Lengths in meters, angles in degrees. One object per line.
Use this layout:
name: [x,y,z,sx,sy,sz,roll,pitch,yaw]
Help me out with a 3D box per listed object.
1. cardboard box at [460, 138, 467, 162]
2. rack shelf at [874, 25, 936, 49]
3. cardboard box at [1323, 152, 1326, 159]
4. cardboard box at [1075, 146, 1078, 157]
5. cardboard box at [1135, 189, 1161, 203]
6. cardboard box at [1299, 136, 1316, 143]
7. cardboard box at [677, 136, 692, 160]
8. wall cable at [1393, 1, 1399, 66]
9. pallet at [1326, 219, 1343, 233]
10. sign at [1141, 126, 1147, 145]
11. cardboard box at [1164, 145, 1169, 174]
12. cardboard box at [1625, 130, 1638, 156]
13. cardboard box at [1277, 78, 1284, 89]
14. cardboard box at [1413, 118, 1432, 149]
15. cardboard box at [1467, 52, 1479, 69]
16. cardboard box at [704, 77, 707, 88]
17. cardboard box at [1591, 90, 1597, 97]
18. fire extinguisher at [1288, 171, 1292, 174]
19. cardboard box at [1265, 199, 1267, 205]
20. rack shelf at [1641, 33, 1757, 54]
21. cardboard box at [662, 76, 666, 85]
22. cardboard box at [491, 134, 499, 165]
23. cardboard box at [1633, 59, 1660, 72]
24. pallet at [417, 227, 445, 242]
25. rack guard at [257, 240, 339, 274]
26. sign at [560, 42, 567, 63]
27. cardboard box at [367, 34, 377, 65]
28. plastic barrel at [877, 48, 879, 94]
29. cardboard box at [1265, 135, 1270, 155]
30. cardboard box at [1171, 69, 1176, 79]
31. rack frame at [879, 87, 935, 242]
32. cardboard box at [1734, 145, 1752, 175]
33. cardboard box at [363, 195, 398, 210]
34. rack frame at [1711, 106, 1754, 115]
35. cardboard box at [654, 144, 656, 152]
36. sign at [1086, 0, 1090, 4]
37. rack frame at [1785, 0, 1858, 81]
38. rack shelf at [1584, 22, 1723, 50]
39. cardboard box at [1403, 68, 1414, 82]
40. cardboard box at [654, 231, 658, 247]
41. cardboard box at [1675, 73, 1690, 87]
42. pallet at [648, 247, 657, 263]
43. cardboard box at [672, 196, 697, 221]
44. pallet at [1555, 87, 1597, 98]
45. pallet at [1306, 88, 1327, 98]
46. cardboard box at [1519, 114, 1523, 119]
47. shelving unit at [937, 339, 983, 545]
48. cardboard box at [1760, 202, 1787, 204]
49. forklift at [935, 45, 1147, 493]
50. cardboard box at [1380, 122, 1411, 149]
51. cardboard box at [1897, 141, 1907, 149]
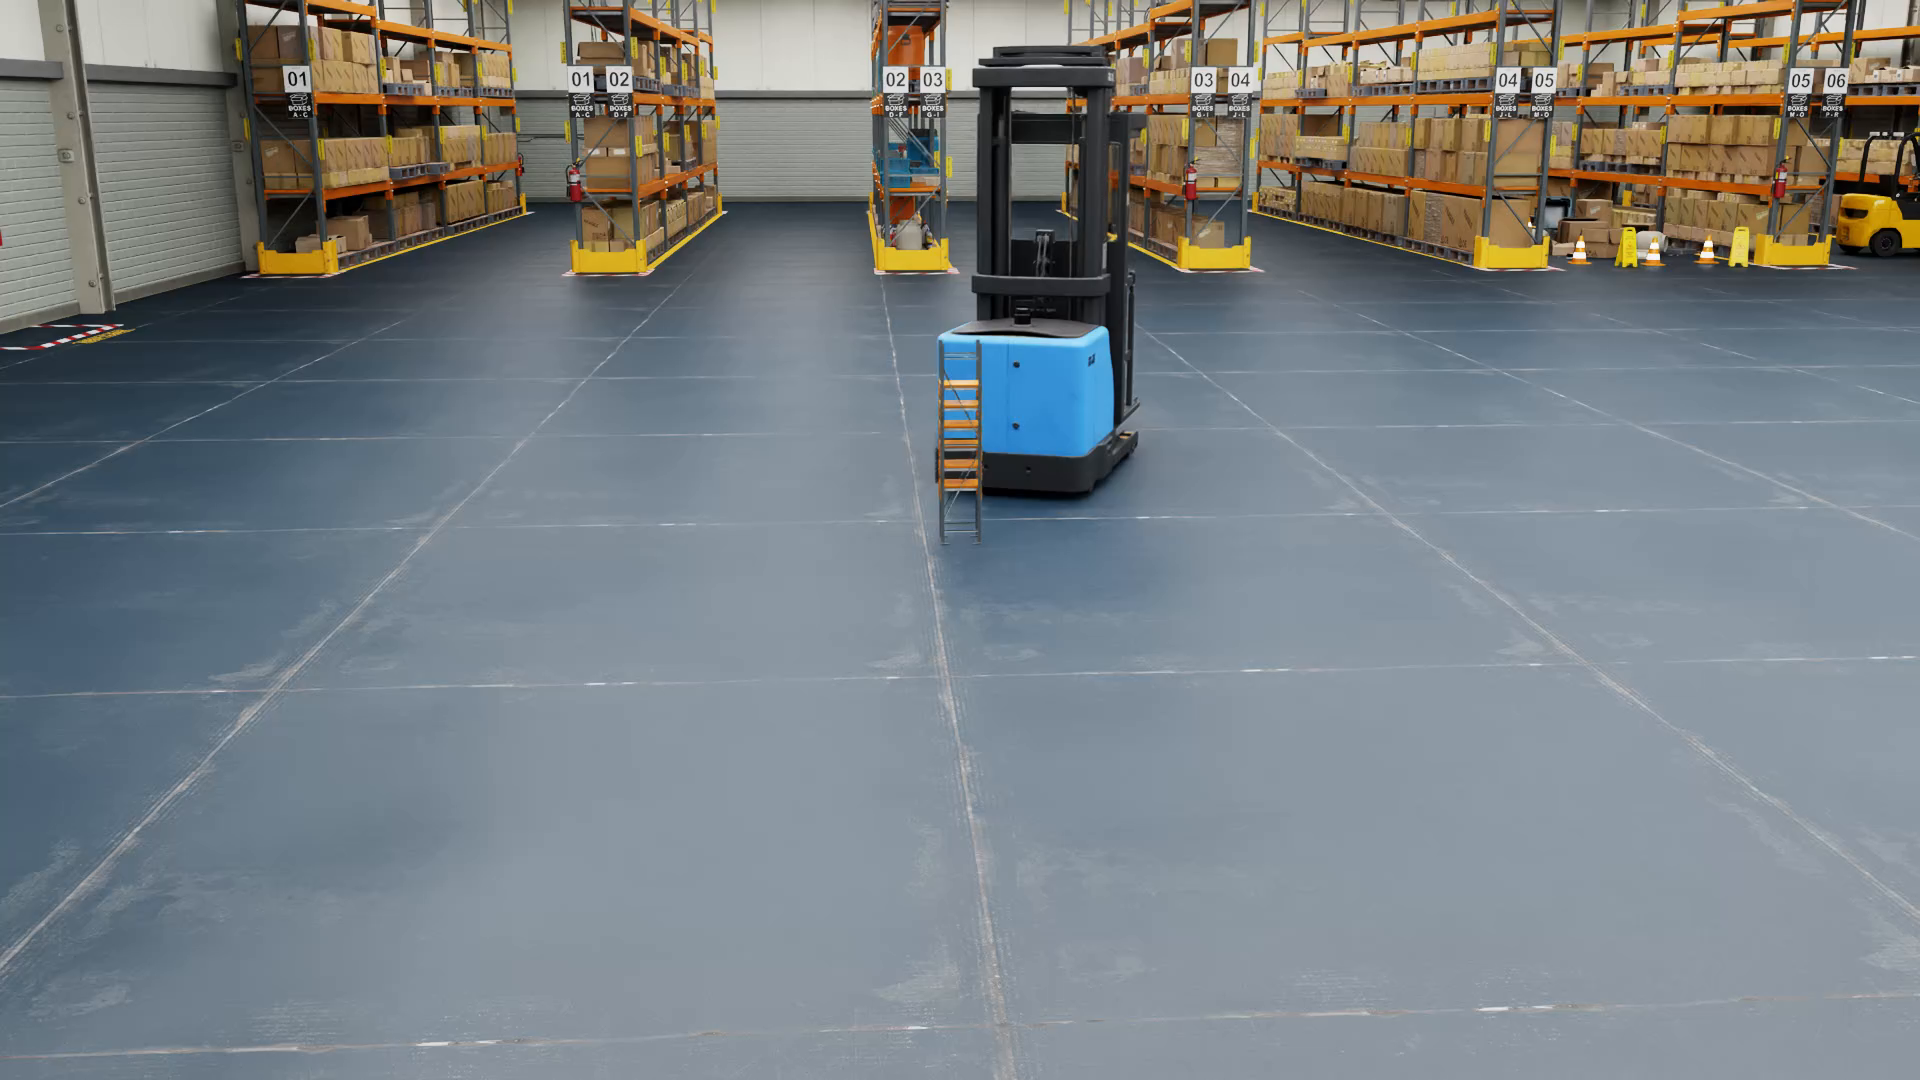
cardboard box: [-10.980,-8.433,35.944,0.500,0.500,0.500,0,14,-2]
rack shelf: [-1.100,-9.742,32.075,1.077,0.370,4.000,-1,14,-3]
cardboard box: [8.145,-8.389,36.272,0.380,0.149,0.250,-1,14,-4]
cardboard box: [3.088,-9.506,40.656,0.500,0.250,0.500,-1,14,-5]
cardboard box: [3.834,-7.020,33.919,0.500,0.250,0.500,1,14,3]
cardboard box: [8.017,-9.194,38.207,0.380,0.149,0.250,0,14,-2]
cardboard box: [-6.186,-8.437,35.756,0.700,0.500,0.500,2,15,7]
wall cable: [12.481,-14.411,47.975,0.463,3.000,0.029,-1,14,-3]
pallet: [8.629,-6.848,36.217,1.003,0.211,1.213,-1,14,-3]
sign: [3.413,-7.509,30.866,0.100,0.325,0.005,-1,14,-3]
cardboard box: [4.050,-6.664,29.111,0.875,0.500,0.500,-1,14,-3]
cardboard box: [13.542,-7.869,32.951,0.500,0.500,0.500,0,14,-2]
cardboard box: [8.034,-11.121,40.507,0.500,0.250,0.500,-1,14,-6]
cardboard box: [8.912,-7.512,30.735,0.875,0.550,0.550,-1,14,-3]
cardboard box: [8.832,-8.032,27.864,0.500,0.250,0.500,-1,14,-3]
cardboard box: [-6.251,-10.791,39.224,0.500,0.250,0.500,-1,14,-3]
cardboard box: [13.460,-9.355,34.851,0.380,0.149,0.250,-1,14,-3]
fire extinguisher: [8.625,-9.845,43.174,0.296,0.674,0.183,-1,14,-3]
cardboard box: [7.991,-8.617,42.376,0.380,0.149,0.250,-1,14,-4]
rack shelf: [18.192,-12.230,40.952,1.077,0.370,4.000,-1,14,-3]
cardboard box: [-6.009,-8.999,32.421,0.500,0.250,0.500,-1,14,-5]
cardboard box: [-11.417,-9.180,39.082,0.980,0.700,0.700,-1,14,-5]
cardboard box: [13.610,-9.332,32.710,0.500,0.250,0.500,-1,14,-3]
pallet: [-11.065,-6.178,33.614,1.003,0.211,1.213,-1,14,-3]
rack guard: [-10.621,-4.542,26.674,1.175,0.500,0.348,-1,14,-3]
sign: [-6.215,-7.649,26.097,0.100,0.325,0.005,-1,14,-3]
cardboard box: [-10.563,-8.603,29.174,0.500,0.500,0.500,-2,15,-8]
plastic barrel: [-1.265,-8.862,31.425,0.600,0.901,0.600,0,14,0]
cardboard box: [7.991,-9.937,41.831,0.500,0.500,0.500,-1,14,-3]
cardboard box: [3.813,-7.924,28.284,0.380,0.149,0.250,-2,15,-6]
rack frame: [-0.977,-6.881,30.750,1.000,3.000,0.127,-1,14,-3]
cardboard box: [13.771,-6.563,28.718,0.500,0.500,0.500,-1,14,-3]
cardboard box: [-10.957,-6.386,31.455,0.500,0.250,0.500,-1,14,-5]
rack frame: [18.316,-9.178,39.676,1.000,3.000,0.127,-1,14,-3]
cardboard box: [-5.677,-7.042,29.874,0.380,0.149,0.250,-1,14,-5]
sign: [2.916,-12.379,37.887,0.100,0.325,0.005,-1,14,-3]
rack frame: [14.106,-9.021,27.028,1.000,3.000,0.127,-1,14,-3]
rack shelf: [13.734,-9.971,32.967,1.077,0.370,4.000,-1,14,-3]
cardboard box: [8.720,-8.814,31.501,0.500,0.250,0.500,-1,14,-3]
cardboard box: [-5.607,-5.317,29.345,0.500,0.250,0.500,-1,14,-3]
cardboard box: [13.612,-8.521,30.808,0.500,0.250,0.500,-1,14,-5]
pallet: [-5.834,-4.952,28.851,1.003,0.211,1.213,-1,14,-3]
cardboard box: [-5.975,-7.175,36.028,0.500,0.500,0.500,-1,14,-4]
pallet: [13.517,-9.626,35.777,1.213,0.211,1.003,0,14,-1]
pallet: [8.427,-9.947,37.024,1.213,0.211,1.003,-1,14,-3]
cardboard box: [13.570,-10.093,39.724,0.380,0.149,0.250,-1,14,-3]
shelving unit: [0.001,-0.577,9.863,0.258,1.200,0.189,-1,14,-3]
cardboard box: [14.293,-5.691,29.297,0.500,0.500,0.500,-1,14,-6]
forklift: [0.724,-2.054,12.127,1.130,2.935,3.031,4,15,15]
cardboard box: [8.792,-8.044,33.064,0.700,0.500,0.500,-1,14,-4]
cardboard box: [18.535,-7.696,32.415,0.380,0.149,0.250,-1,14,-4]
